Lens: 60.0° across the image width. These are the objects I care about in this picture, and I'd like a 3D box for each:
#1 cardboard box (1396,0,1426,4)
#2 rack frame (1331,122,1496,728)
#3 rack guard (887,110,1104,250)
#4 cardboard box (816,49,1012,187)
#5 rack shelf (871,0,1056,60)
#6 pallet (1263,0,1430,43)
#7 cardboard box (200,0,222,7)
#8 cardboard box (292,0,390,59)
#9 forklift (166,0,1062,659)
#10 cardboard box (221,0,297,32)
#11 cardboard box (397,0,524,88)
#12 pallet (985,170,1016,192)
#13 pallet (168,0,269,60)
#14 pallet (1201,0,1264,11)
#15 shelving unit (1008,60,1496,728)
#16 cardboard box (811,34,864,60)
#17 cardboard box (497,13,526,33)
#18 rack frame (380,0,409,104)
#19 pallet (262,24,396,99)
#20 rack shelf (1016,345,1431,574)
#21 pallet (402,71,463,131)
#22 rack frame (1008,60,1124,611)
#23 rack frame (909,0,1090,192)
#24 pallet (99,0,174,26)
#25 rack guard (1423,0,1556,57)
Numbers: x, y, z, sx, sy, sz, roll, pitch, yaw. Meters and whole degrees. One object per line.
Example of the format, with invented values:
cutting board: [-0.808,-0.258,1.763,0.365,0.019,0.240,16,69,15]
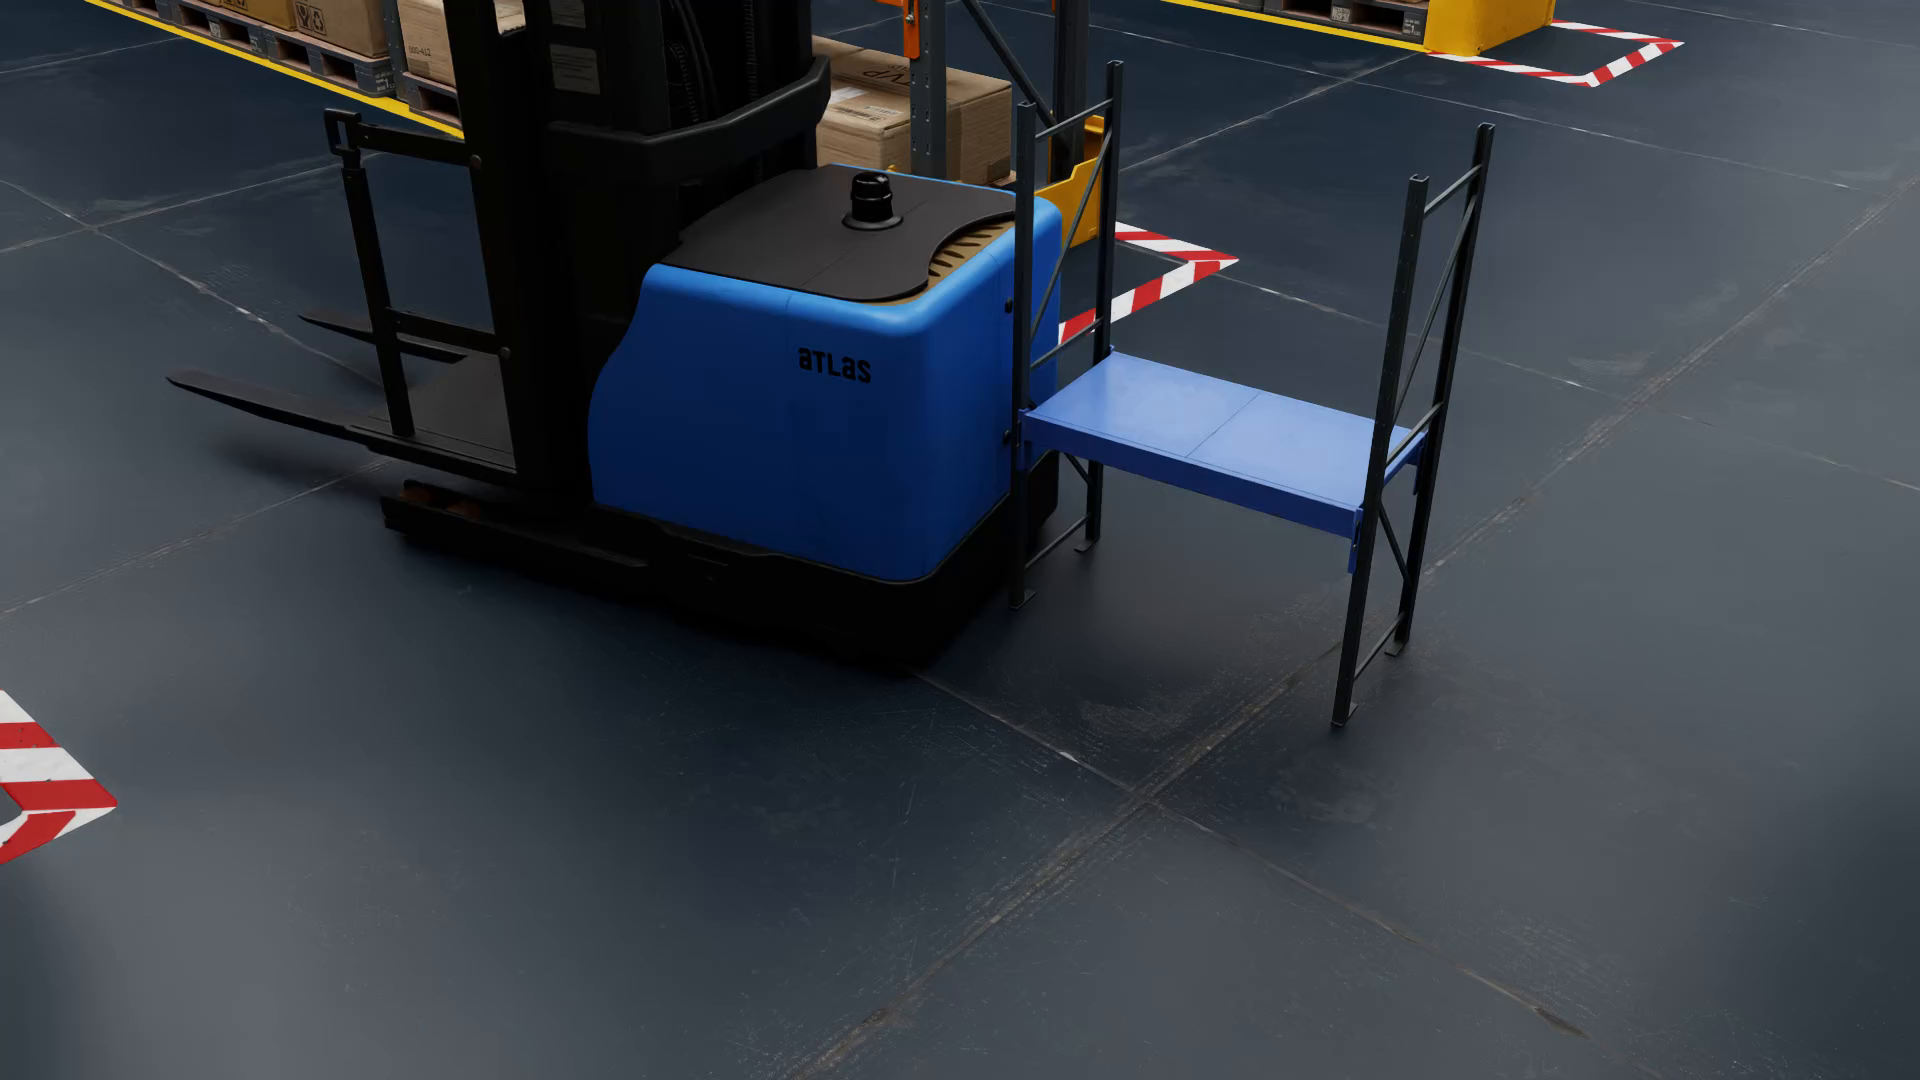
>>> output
cardboard box: [2.894,-3.535,10.571,0.250,0.149,0.380,26,40,36]
rack frame: [1.140,-0.255,4.219,0.032,1.500,0.500,19,36,28]
rack guard: [0.196,-1.467,7.202,0.348,0.500,1.175,25,39,35]
cardboard box: [-0.379,-1.819,7.440,0.875,0.438,0.875,24,38,34]
rack shelf: [-1.305,-2.930,7.906,4.000,0.370,1.077,25,39,35]
pallet: [2.789,-3.600,11.026,1.213,0.211,1.003,25,39,35]
cardboard box: [-4.639,-4.003,10.645,0.875,0.875,0.875,26,39,36]
cardboard box: [-3.301,-3.384,9.616,0.875,0.875,0.875,26,40,36]
forklift: [-1.244,-1.438,4.798,3.031,2.935,1.130,14,34,22]
cardboard box: [-3.976,-3.694,10.130,0.875,0.875,0.875,26,40,36]
cardboard box: [-2.395,-2.754,8.994,0.875,0.438,0.875,24,39,34]
pallet: [-0.468,-1.598,7.700,1.213,0.211,1.003,25,39,35]
pallet: [-4.319,-3.396,10.687,1.213,0.211,1.003,25,39,35]
pallet: [1.889,-4.023,11.727,1.213,0.211,1.003,25,39,35]
shelving unit: [0.716,-0.400,4.460,1.048,1.500,0.538,19,36,28]
cardboard box: [-1.063,-2.132,7.960,0.875,0.438,0.875,26,40,36]
cardboard box: [-1.730,-2.445,8.480,0.875,0.438,0.875,24,38,34]
rack frame: [-2.788,-3.931,8.871,0.127,3.000,1.000,25,39,35]
pallet: [-3.411,-2.974,9.986,1.213,0.211,1.003,25,39,35]
rack shelf: [0.716,-0.246,4.553,1.000,0.185,0.538,19,36,28]
pallet: [-2.277,-2.443,9.103,1.213,0.211,1.003,25,39,35]
rack frame: [0.293,-0.545,4.701,0.032,1.500,0.500,19,36,28]
rack frame: [0.178,-2.546,6.571,0.127,3.000,1.000,25,39,35]
pallet: [-5.220,-3.819,11.388,1.213,0.211,1.003,25,39,35]
rack guard: [3.368,-3.429,10.462,0.348,0.500,1.175,25,39,35]
